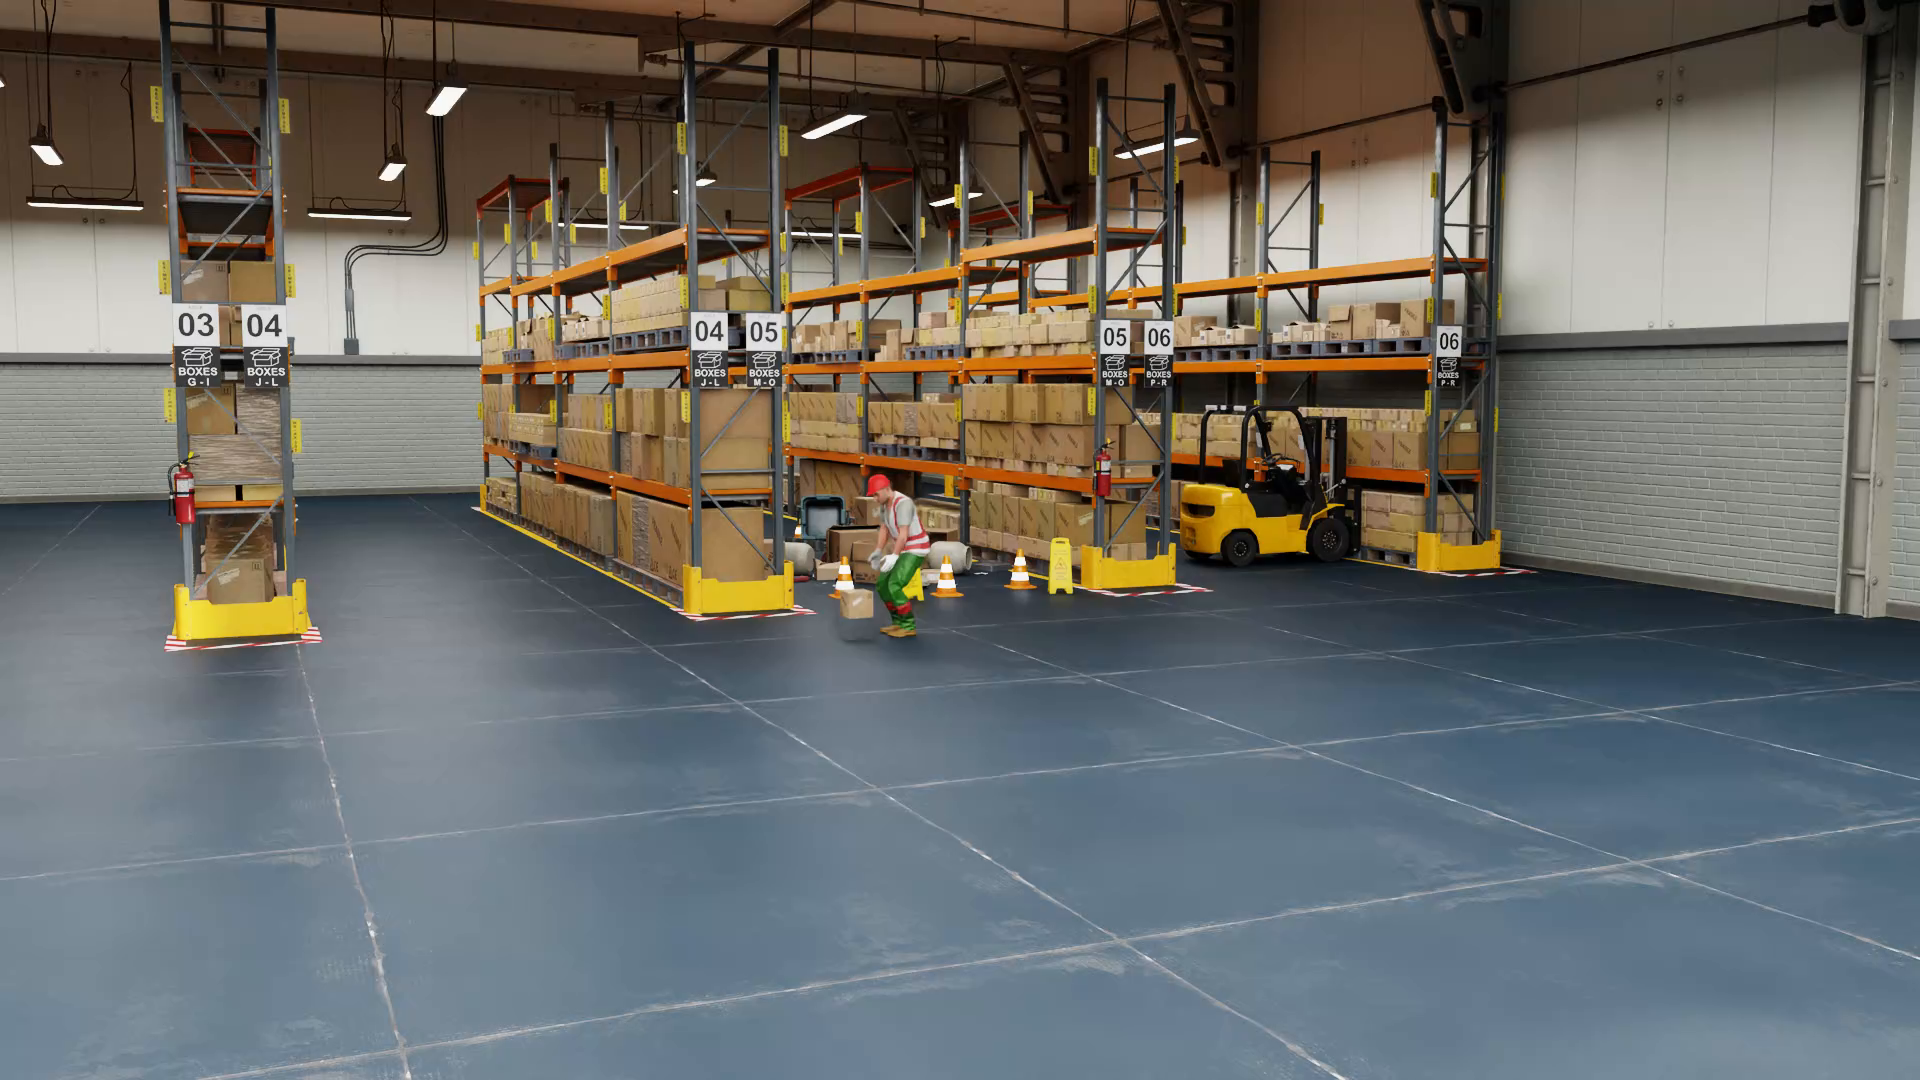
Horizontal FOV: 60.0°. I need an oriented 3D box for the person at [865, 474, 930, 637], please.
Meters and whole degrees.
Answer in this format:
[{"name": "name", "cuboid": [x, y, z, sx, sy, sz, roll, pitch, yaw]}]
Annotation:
[{"name": "person", "cuboid": [-0.611, 0.143, 16.163, 0.647, 1.580, 0.575, -2, 6, -23]}]
